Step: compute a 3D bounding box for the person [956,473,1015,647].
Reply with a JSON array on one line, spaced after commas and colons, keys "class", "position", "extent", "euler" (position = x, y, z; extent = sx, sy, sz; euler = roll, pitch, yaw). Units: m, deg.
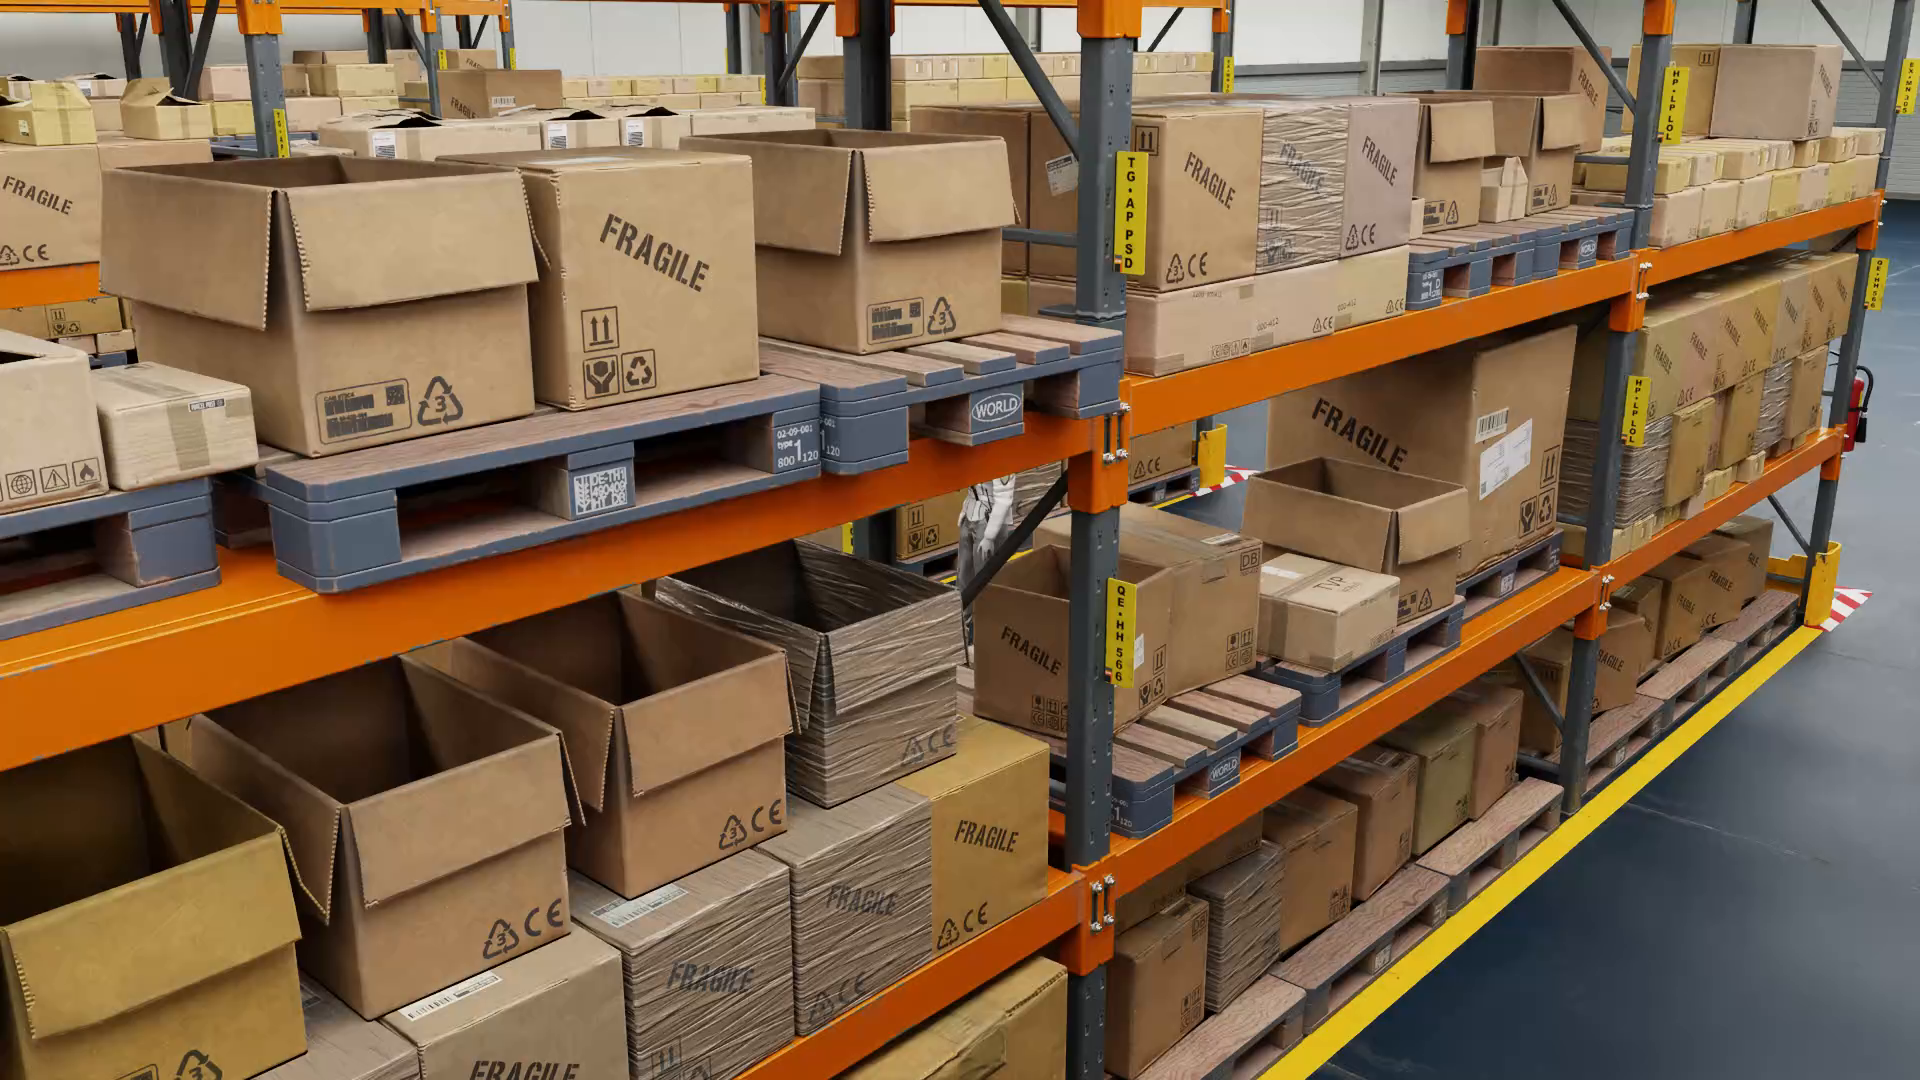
[{"class": "person", "position": [0.087, -0.084, 10.229], "extent": [0.530, 1.694, 0.587], "euler": [-5, 18, -15]}]
